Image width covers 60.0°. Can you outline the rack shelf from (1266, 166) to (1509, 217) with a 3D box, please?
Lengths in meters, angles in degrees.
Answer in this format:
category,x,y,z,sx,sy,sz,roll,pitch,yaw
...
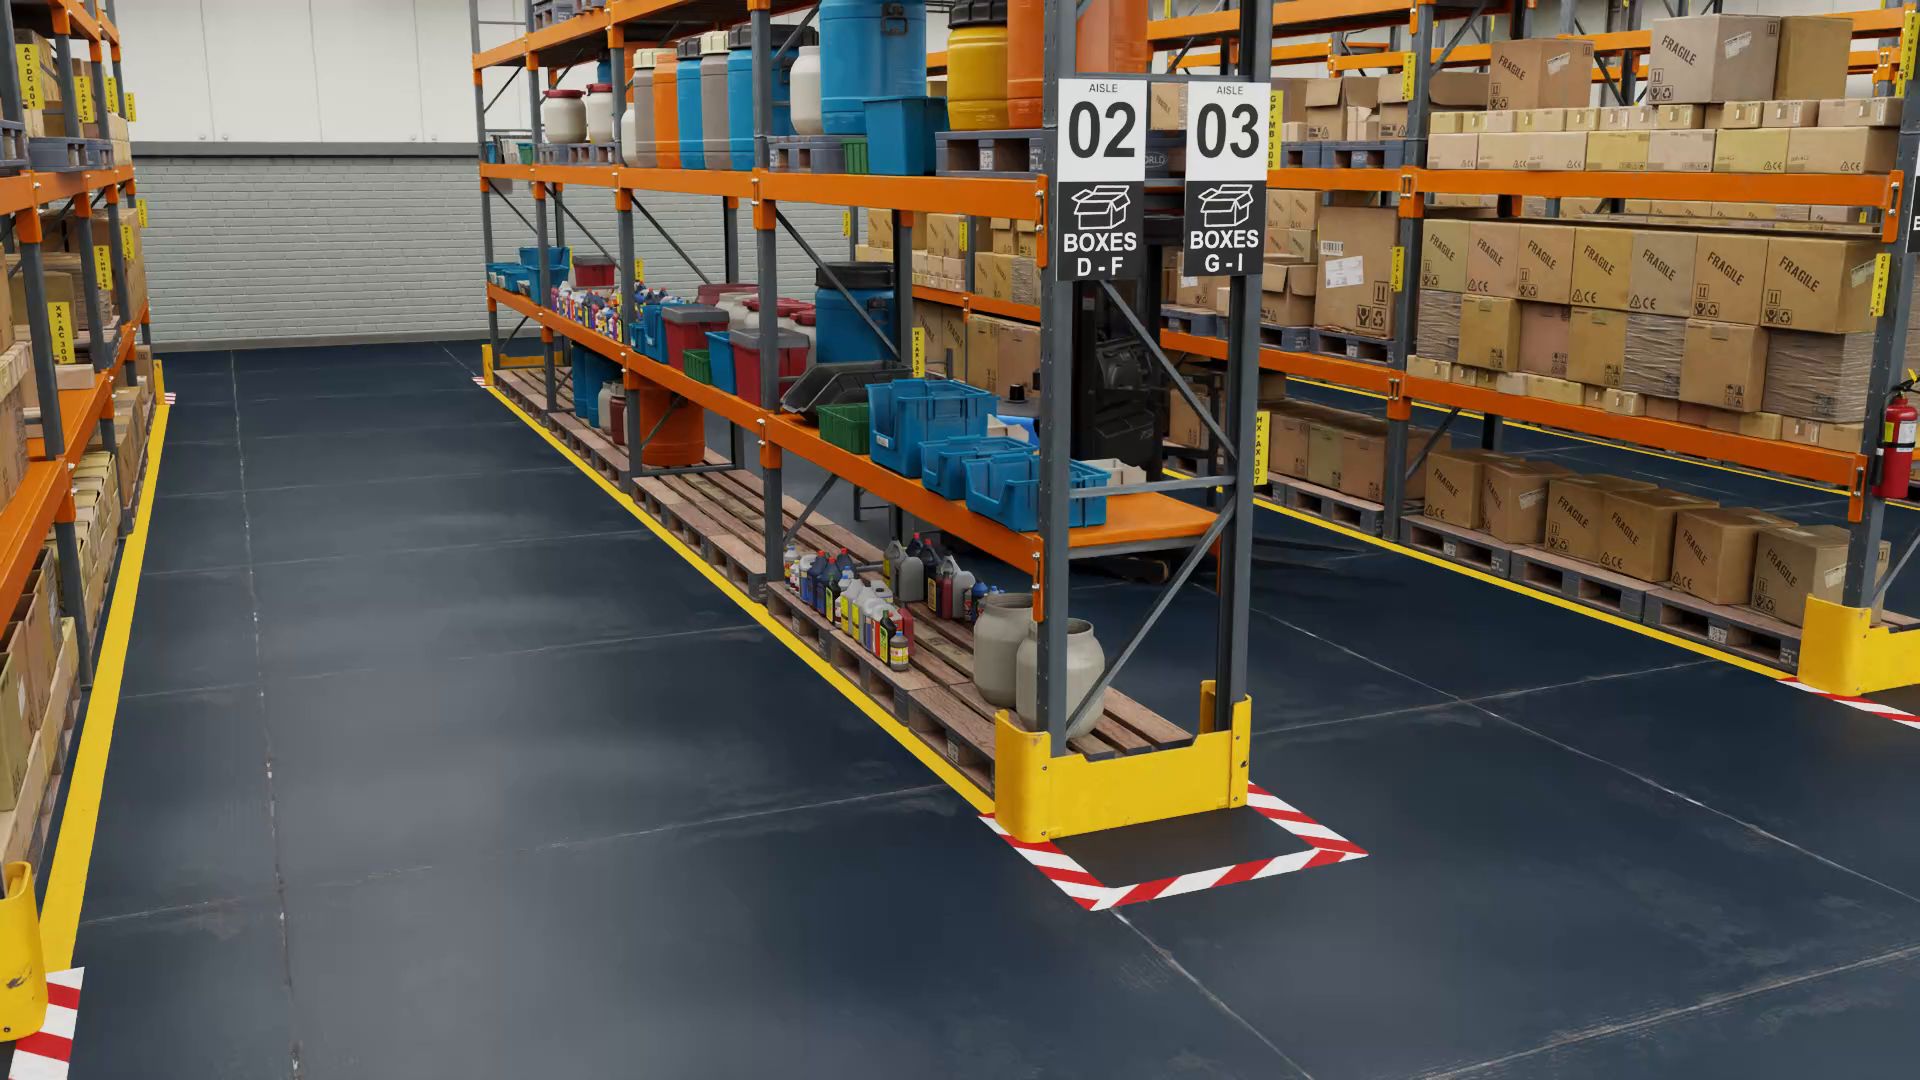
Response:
category,x,y,z,sx,sy,sz,roll,pitch,yaw
rack shelf,2.948,-3.018,14.202,1.077,0.370,4.000,-6,14,-23

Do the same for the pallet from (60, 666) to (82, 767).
category,x,y,z,sx,sy,sz,roll,pitch,yaw
pallet,-5.049,0.926,8.399,1.003,0.211,1.213,-6,14,-23

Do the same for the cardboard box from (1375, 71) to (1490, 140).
category,x,y,z,sx,sy,sz,roll,pitch,yaw
cardboard box,3.651,-3.316,12.734,0.797,0.503,0.637,-6,14,-26

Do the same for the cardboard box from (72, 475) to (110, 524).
category,x,y,z,sx,sy,sz,roll,pitch,yaw
cardboard box,-6.083,-0.267,11.296,0.500,0.311,0.500,-6,14,-23

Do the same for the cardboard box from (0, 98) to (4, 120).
category,x,y,z,sx,sy,sz,roll,pitch,yaw
cardboard box,-6.039,-2.594,10.173,0.500,0.250,0.500,-7,15,-28

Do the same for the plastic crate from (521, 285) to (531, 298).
category,x,y,z,sx,sy,sz,roll,pitch,yaw
plastic crate,-4.688,-2.802,18.800,0.437,0.125,0.590,-6,14,-23

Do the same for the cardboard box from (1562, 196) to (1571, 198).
category,x,y,z,sx,sy,sz,roll,pitch,yaw
cardboard box,8.994,-5.096,24.359,0.380,0.149,0.250,-6,14,-23

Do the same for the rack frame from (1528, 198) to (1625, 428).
category,x,y,z,sx,sy,sz,roll,pitch,yaw
rack frame,6.732,-2.748,18.089,1.000,3.000,0.127,-6,14,-23

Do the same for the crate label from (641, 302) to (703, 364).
category,x,y,z,sx,sy,sz,roll,pitch,yaw
crate label,-2.242,-1.661,13.315,0.502,0.435,0.616,-6,14,-23

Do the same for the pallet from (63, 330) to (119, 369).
category,x,y,z,sx,sy,sz,roll,pitch,yaw
pallet,-7.268,-1.467,12.981,1.213,0.211,1.003,-6,14,-23

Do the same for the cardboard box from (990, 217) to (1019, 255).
category,x,y,z,sx,sy,sz,roll,pitch,yaw
cardboard box,0.808,-3.553,19.123,0.797,0.503,0.637,-6,14,-24

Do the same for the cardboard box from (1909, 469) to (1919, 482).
category,x,y,z,sx,sy,sz,roll,pitch,yaw
cardboard box,8.522,-0.954,14.122,0.875,0.875,0.875,-5,14,-22

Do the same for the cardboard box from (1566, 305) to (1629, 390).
category,x,y,z,sx,sy,sz,roll,pitch,yaw
cardboard box,4.495,-1.282,10.873,0.875,0.500,0.500,-6,14,-23

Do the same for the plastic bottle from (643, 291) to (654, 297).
category,x,y,z,sx,sy,sz,roll,pitch,yaw
plastic bottle,-3.138,-2.379,16.774,0.152,0.276,0.135,-6,14,-23

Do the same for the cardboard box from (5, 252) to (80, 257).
category,x,y,z,sx,sy,sz,roll,pitch,yaw
cardboard box,-8.549,-2.388,15.383,0.700,0.500,0.500,-12,18,-42

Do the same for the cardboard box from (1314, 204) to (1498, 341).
category,x,y,z,sx,sy,sz,roll,pitch,yaw
cardboard box,3.559,-2.168,13.322,1.000,1.000,1.000,-6,14,-23

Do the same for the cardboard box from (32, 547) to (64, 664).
category,x,y,z,sx,sy,sz,roll,pitch,yaw
cardboard box,-4.754,0.350,8.209,0.500,0.500,0.500,-6,14,-23

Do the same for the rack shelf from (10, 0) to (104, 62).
category,x,y,z,sx,sy,sz,roll,pitch,yaw
rack shelf,-7.733,-4.217,13.616,1.077,0.370,4.000,-6,14,-23

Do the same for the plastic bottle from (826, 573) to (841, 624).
category,x,y,z,sx,sy,sz,roll,pitch,yaw
plastic bottle,-0.743,0.343,9.782,0.061,0.283,0.133,-5,14,-20

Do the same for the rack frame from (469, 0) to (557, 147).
category,x,y,z,sx,sy,sz,roll,pitch,yaw
rack frame,-5.596,-6.449,20.776,1.000,3.000,0.127,-6,14,-23

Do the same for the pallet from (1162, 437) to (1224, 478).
category,x,y,z,sx,sy,sz,roll,pitch,yaw
pallet,2.458,-0.800,15.860,1.003,0.211,1.213,-6,14,-23

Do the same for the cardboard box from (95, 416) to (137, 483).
category,x,y,z,sx,sy,sz,roll,pitch,yaw
cardboard box,-7.263,-0.755,14.046,0.500,0.500,0.500,-6,14,-24

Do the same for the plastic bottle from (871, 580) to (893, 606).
category,x,y,z,sx,sy,sz,roll,pitch,yaw
plastic bottle,-0.475,0.378,9.648,0.152,0.276,0.135,-6,14,-23

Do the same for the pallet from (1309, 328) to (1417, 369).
category,x,y,z,sx,sy,sz,roll,pitch,yaw
pallet,3.576,-1.572,13.434,1.003,0.211,1.213,-6,14,-23

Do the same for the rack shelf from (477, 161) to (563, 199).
category,x,y,z,sx,sy,sz,roll,pitch,yaw
rack shelf,-4.795,-4.224,19.410,1.077,0.370,4.000,-6,14,-23

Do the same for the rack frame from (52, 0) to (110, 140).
category,x,y,z,sx,sy,sz,roll,pitch,yaw
rack frame,-8.534,-5.176,15.276,1.000,3.000,0.127,-6,14,-23

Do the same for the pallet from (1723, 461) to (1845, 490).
category,x,y,z,sx,sy,sz,roll,pitch,yaw
pallet,7.956,-0.715,15.493,1.003,0.211,1.213,-6,14,-23

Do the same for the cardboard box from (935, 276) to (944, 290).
category,x,y,z,sx,sy,sz,roll,pitch,yaw
cardboard box,-0.084,-3.164,20.446,0.380,0.149,0.250,-6,14,-24

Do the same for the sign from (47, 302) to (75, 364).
category,x,y,z,sx,sy,sz,roll,pitch,yaw
sign,-4.822,-1.111,8.922,0.100,0.325,0.005,-6,14,-23

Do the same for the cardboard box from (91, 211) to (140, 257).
category,x,y,z,sx,sy,sz,roll,pitch,yaw
cardboard box,-9.291,-3.337,18.197,0.500,0.500,0.500,-5,14,-21

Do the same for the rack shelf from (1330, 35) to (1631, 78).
category,x,y,z,sx,sy,sz,roll,pitch,yaw
rack shelf,5.931,-5.538,19.325,1.077,0.370,4.000,-6,14,-23

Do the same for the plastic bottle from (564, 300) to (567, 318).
category,x,y,z,sx,sy,sz,roll,pitch,yaw
plastic bottle,-3.951,-2.351,16.815,0.097,0.201,0.097,0,13,0

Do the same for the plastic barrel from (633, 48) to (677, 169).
category,x,y,z,sx,sy,sz,roll,pitch,yaw
plastic barrel,-2.262,-3.390,13.099,0.600,0.901,0.600,0,13,0

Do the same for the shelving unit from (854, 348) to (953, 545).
category,x,y,z,sx,sy,sz,roll,pitch,yaw
shelving unit,-0.457,-0.793,12.969,0.538,1.500,1.048,-4,14,-18

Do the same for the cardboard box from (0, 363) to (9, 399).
category,x,y,z,sx,sy,sz,roll,pitch,yaw
cardboard box,-4.618,-0.718,7.658,0.380,0.149,0.250,-6,14,-23

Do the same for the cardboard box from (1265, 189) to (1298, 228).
category,x,y,z,sx,sy,sz,roll,pitch,yaw
cardboard box,4.289,-4.541,22.738,0.500,0.500,0.500,-5,14,-21

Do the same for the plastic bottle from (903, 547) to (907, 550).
category,x,y,z,sx,sy,sz,roll,pitch,yaw
plastic bottle,-0.359,0.149,10.804,0.097,0.201,0.097,0,13,0

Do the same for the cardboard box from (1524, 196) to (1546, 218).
category,x,y,z,sx,sy,sz,roll,pitch,yaw
cardboard box,8.774,-4.860,24.778,0.500,0.500,0.500,-5,14,-22

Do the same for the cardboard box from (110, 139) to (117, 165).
category,x,y,z,sx,sy,sz,roll,pitch,yaw
cardboard box,-8.502,-3.764,16.161,0.500,0.250,0.500,-6,14,-23

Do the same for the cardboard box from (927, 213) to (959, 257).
category,x,y,z,sx,sy,sz,roll,pitch,yaw
cardboard box,-0.082,-3.759,20.468,0.500,0.500,0.500,-5,14,-22

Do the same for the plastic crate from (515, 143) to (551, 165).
category,x,y,z,sx,sy,sz,roll,pitch,yaw
plastic crate,-4.651,-4.239,18.251,0.416,0.233,0.300,-6,14,-23

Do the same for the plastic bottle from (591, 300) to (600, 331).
category,x,y,z,sx,sy,sz,roll,pitch,yaw
plastic bottle,-3.402,-2.098,15.539,0.061,0.283,0.133,-6,14,-23

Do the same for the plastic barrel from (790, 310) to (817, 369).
category,x,y,z,sx,sy,sz,roll,pitch,yaw
plastic barrel,-0.972,-1.330,11.665,0.433,0.535,0.433,0,13,0

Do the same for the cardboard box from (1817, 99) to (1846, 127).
category,x,y,z,sx,sy,sz,roll,pitch,yaw
cardboard box,4.957,-2.344,9.141,0.380,0.149,0.250,-6,14,-25

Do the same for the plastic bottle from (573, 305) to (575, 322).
category,x,y,z,sx,sy,sz,roll,pitch,yaw
plastic bottle,-3.765,-2.255,16.402,0.097,0.201,0.097,0,13,0

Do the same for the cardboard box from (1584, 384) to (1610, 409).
category,x,y,z,sx,sy,sz,roll,pitch,yaw
cardboard box,4.314,-0.944,10.853,0.380,0.149,0.250,-6,14,-23

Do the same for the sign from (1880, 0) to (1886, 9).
category,x,y,z,sx,sy,sz,roll,pitch,yaw
sign,13.666,-7.862,24.637,0.100,0.325,0.005,-6,14,-23

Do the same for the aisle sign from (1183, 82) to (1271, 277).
category,x,y,z,sx,sy,sz,roll,pitch,yaw
aisle sign,1.110,-1.499,6.927,0.394,0.787,0.004,-6,14,-23

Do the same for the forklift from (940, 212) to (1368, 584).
category,x,y,z,sx,sy,sz,roll,pitch,yaw
forklift,1.380,-1.257,11.801,3.031,2.935,1.130,8,15,30

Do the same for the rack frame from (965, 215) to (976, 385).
category,x,y,z,sx,sy,sz,roll,pitch,yaw
rack frame,0.544,-3.147,19.815,1.000,3.000,0.127,-6,14,-23

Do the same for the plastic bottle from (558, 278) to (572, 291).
category,x,y,z,sx,sy,sz,roll,pitch,yaw
plastic bottle,-4.134,-2.565,17.411,0.144,0.351,0.185,-6,14,-23

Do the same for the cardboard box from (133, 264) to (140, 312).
category,x,y,z,sx,sy,sz,roll,pitch,yaw
cardboard box,-8.895,-2.641,17.405,0.500,0.500,0.500,-6,14,-23

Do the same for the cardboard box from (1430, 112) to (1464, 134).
category,x,y,z,sx,sy,sz,roll,pitch,yaw
cardboard box,3.597,-2.982,11.897,0.380,0.149,0.250,-6,14,-25

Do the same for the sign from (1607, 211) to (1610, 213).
category,x,y,z,sx,sy,sz,roll,pitch,yaw
sign,9.117,-4.452,23.358,0.100,0.325,0.005,-6,14,-23

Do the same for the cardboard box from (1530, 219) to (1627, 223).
category,x,y,z,sx,sy,sz,roll,pitch,yaw
cardboard box,4.383,-2.004,11.776,0.500,0.500,0.500,-6,14,-23
